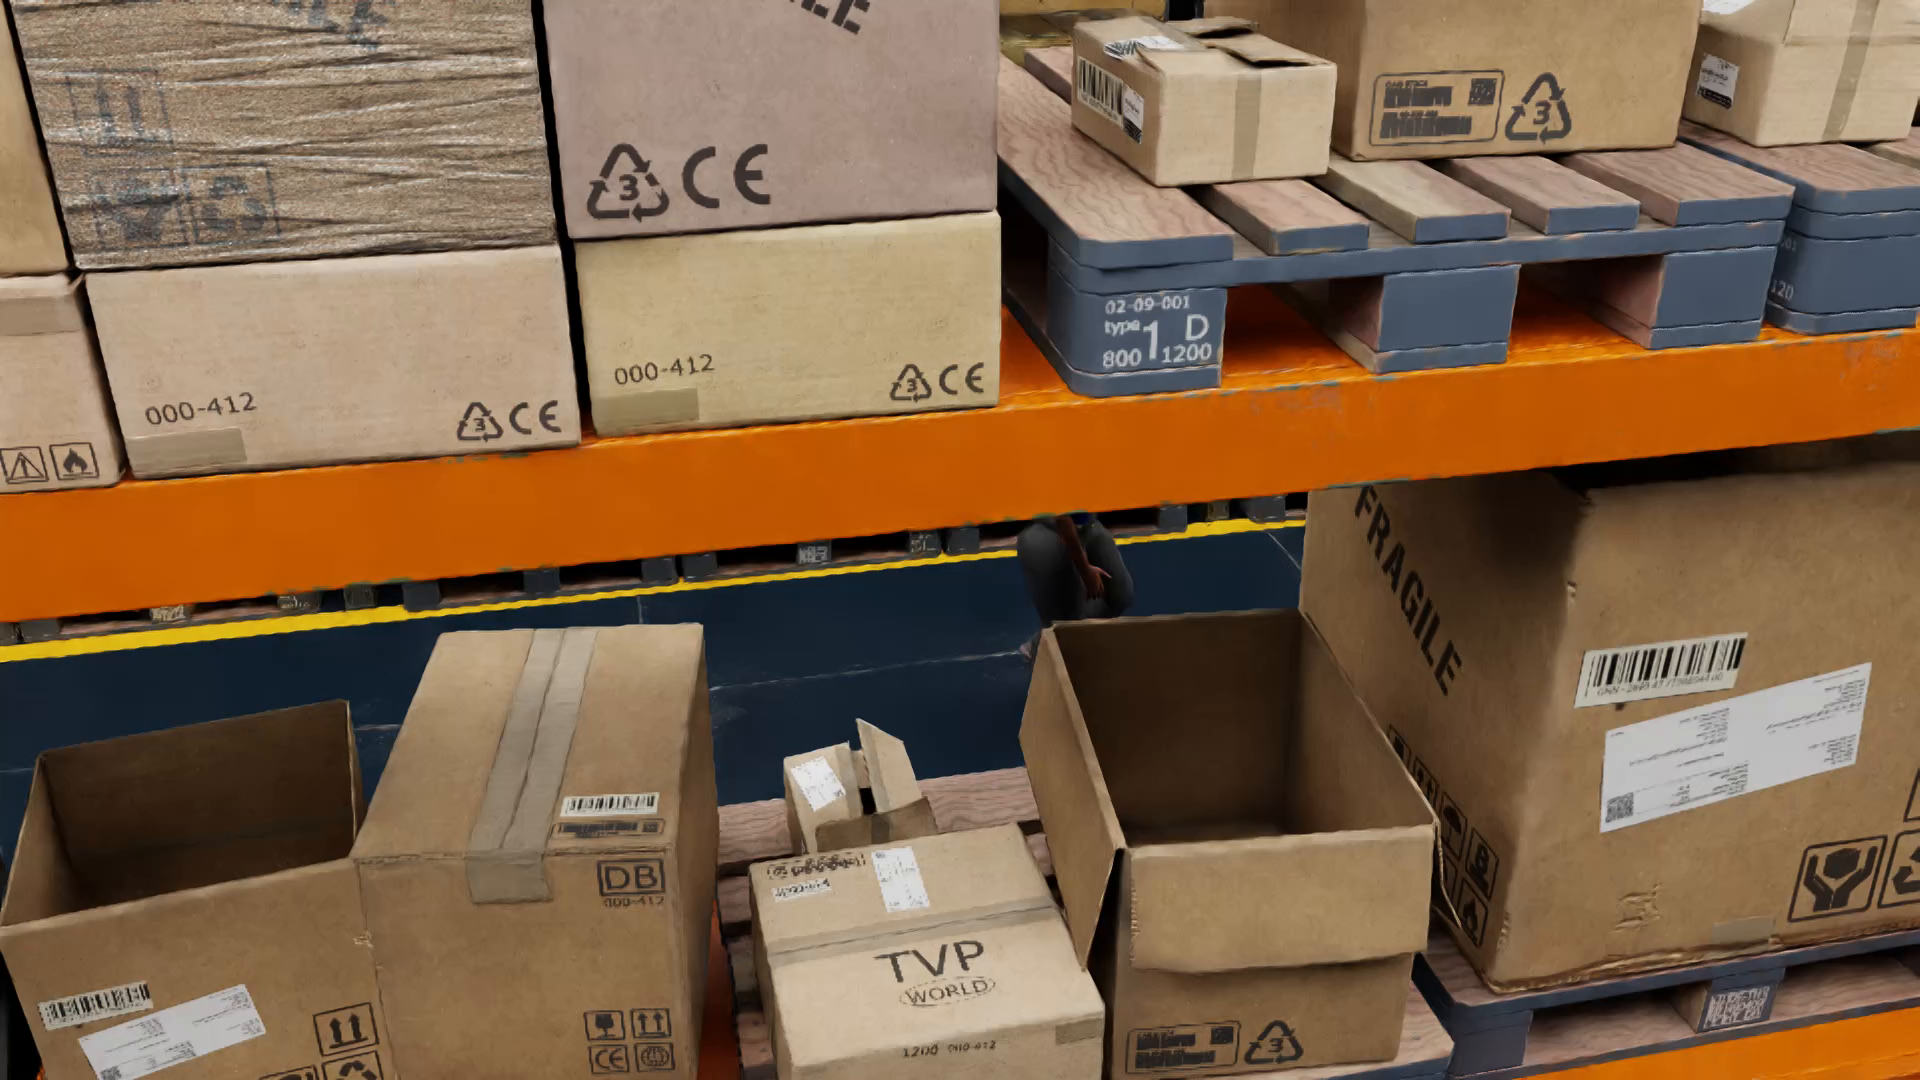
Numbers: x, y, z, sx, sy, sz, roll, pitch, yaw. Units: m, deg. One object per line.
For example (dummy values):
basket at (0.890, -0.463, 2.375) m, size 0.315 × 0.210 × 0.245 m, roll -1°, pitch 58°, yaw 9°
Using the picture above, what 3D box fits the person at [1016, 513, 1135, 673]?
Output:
person at (0.406, 0.013, 6.110) m, size 0.438 × 1.634 × 0.530 m, roll 8°, pitch 28°, yaw 15°
